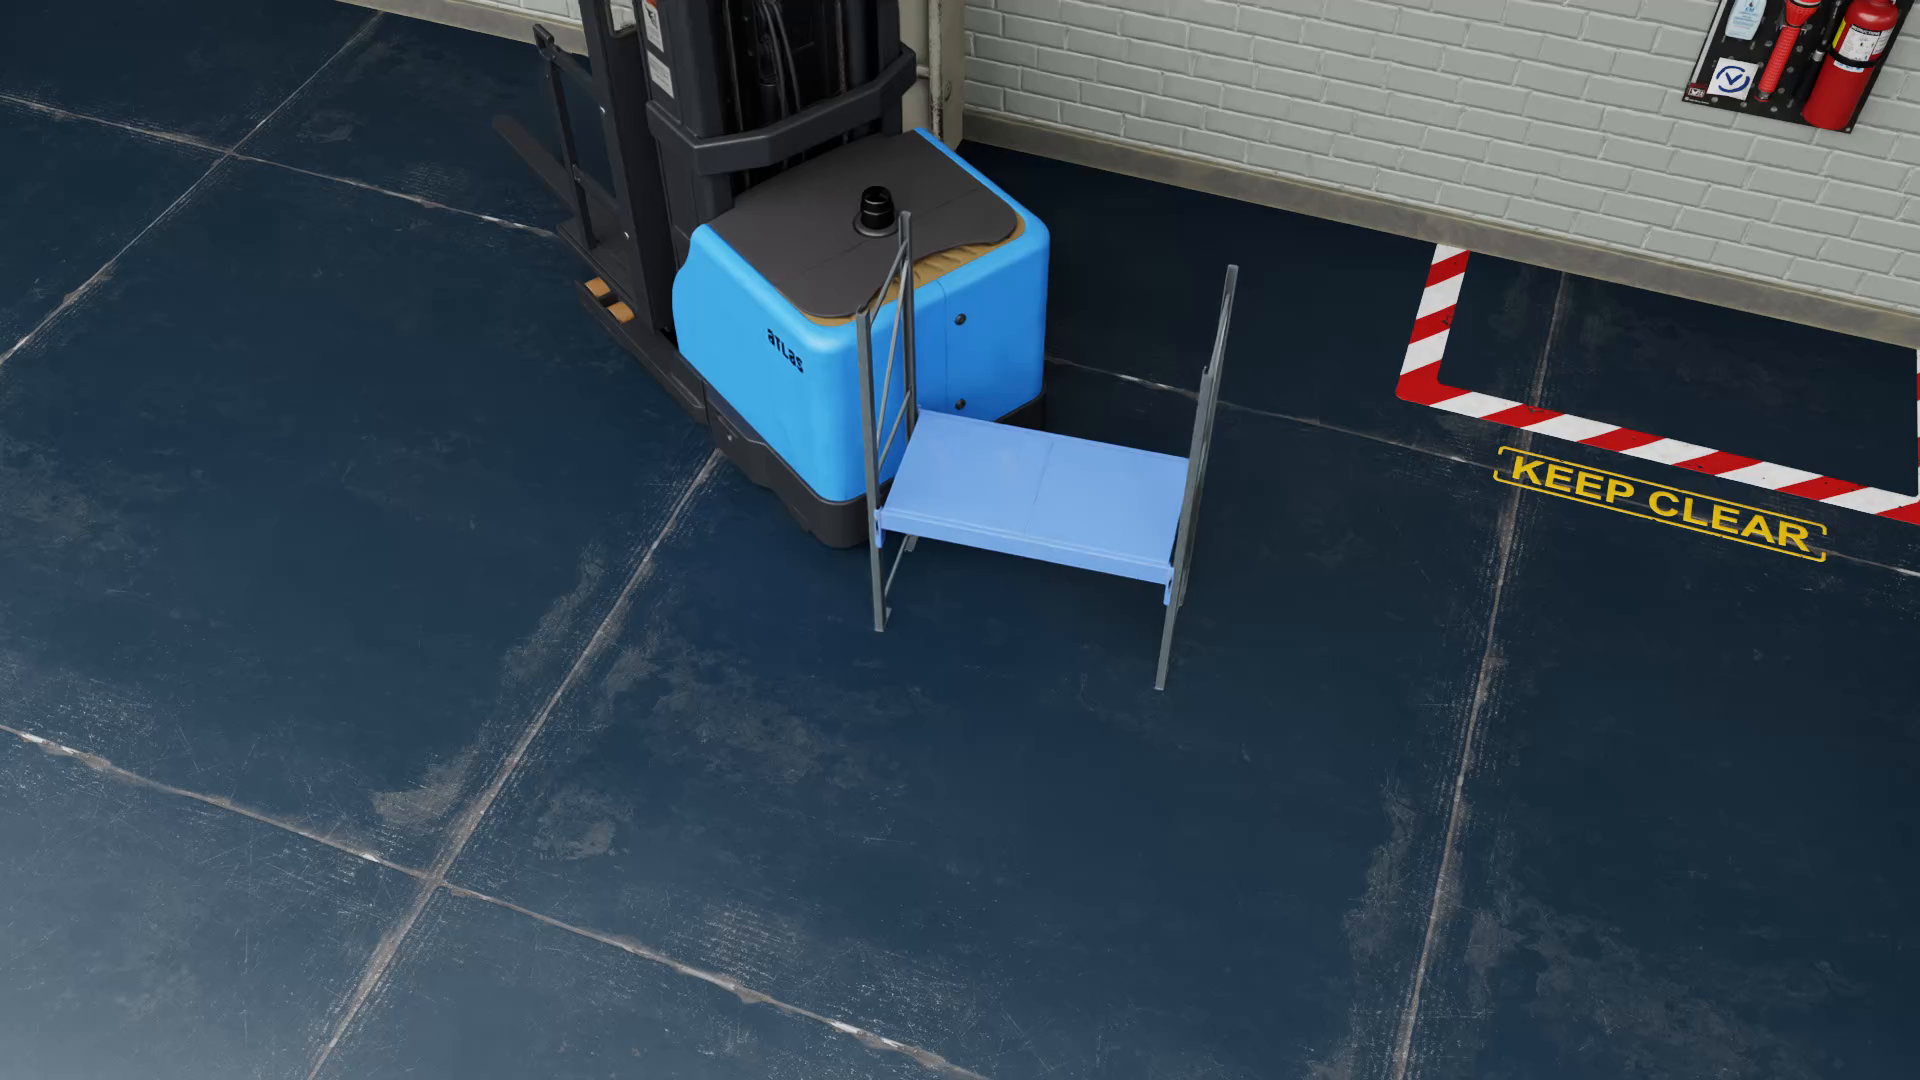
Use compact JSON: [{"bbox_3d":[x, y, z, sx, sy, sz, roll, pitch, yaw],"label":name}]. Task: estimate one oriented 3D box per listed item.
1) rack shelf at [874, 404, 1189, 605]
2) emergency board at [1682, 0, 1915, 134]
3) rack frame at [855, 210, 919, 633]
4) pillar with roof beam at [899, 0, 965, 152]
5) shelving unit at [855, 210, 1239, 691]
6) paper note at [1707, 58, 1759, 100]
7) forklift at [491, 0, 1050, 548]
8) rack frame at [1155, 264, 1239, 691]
[{"bbox_3d":[0.265,-0.129,5.608,1.000,0.185,0.538,11,50,10],"label":"rack shelf"},{"bbox_3d":[3.107,-1.962,5.965,0.643,1.169,0.194,16,51,13],"label":"emergency board"},{"bbox_3d":[-0.227,-0.344,5.556,0.032,1.500,0.500,11,50,10],"label":"rack frame"},{"bbox_3d":[-1.708,-1.772,1.831,0.400,9.000,9.100,16,51,13],"label":"pillar with roof beam"},{"bbox_3d":[0.265,-0.247,5.472,1.048,1.500,0.538,11,50,10],"label":"shelving unit"},{"bbox_3d":[2.965,-1.769,6.381,0.142,0.148,0.016,16,51,13],"label":"paper note"},{"bbox_3d":[-0.966,-1.997,6.041,1.130,2.935,3.031,-30,56,-24],"label":"forklift"},{"bbox_3d":[0.757,-0.150,5.387,0.032,1.500,0.500,11,50,10],"label":"rack frame"}]
